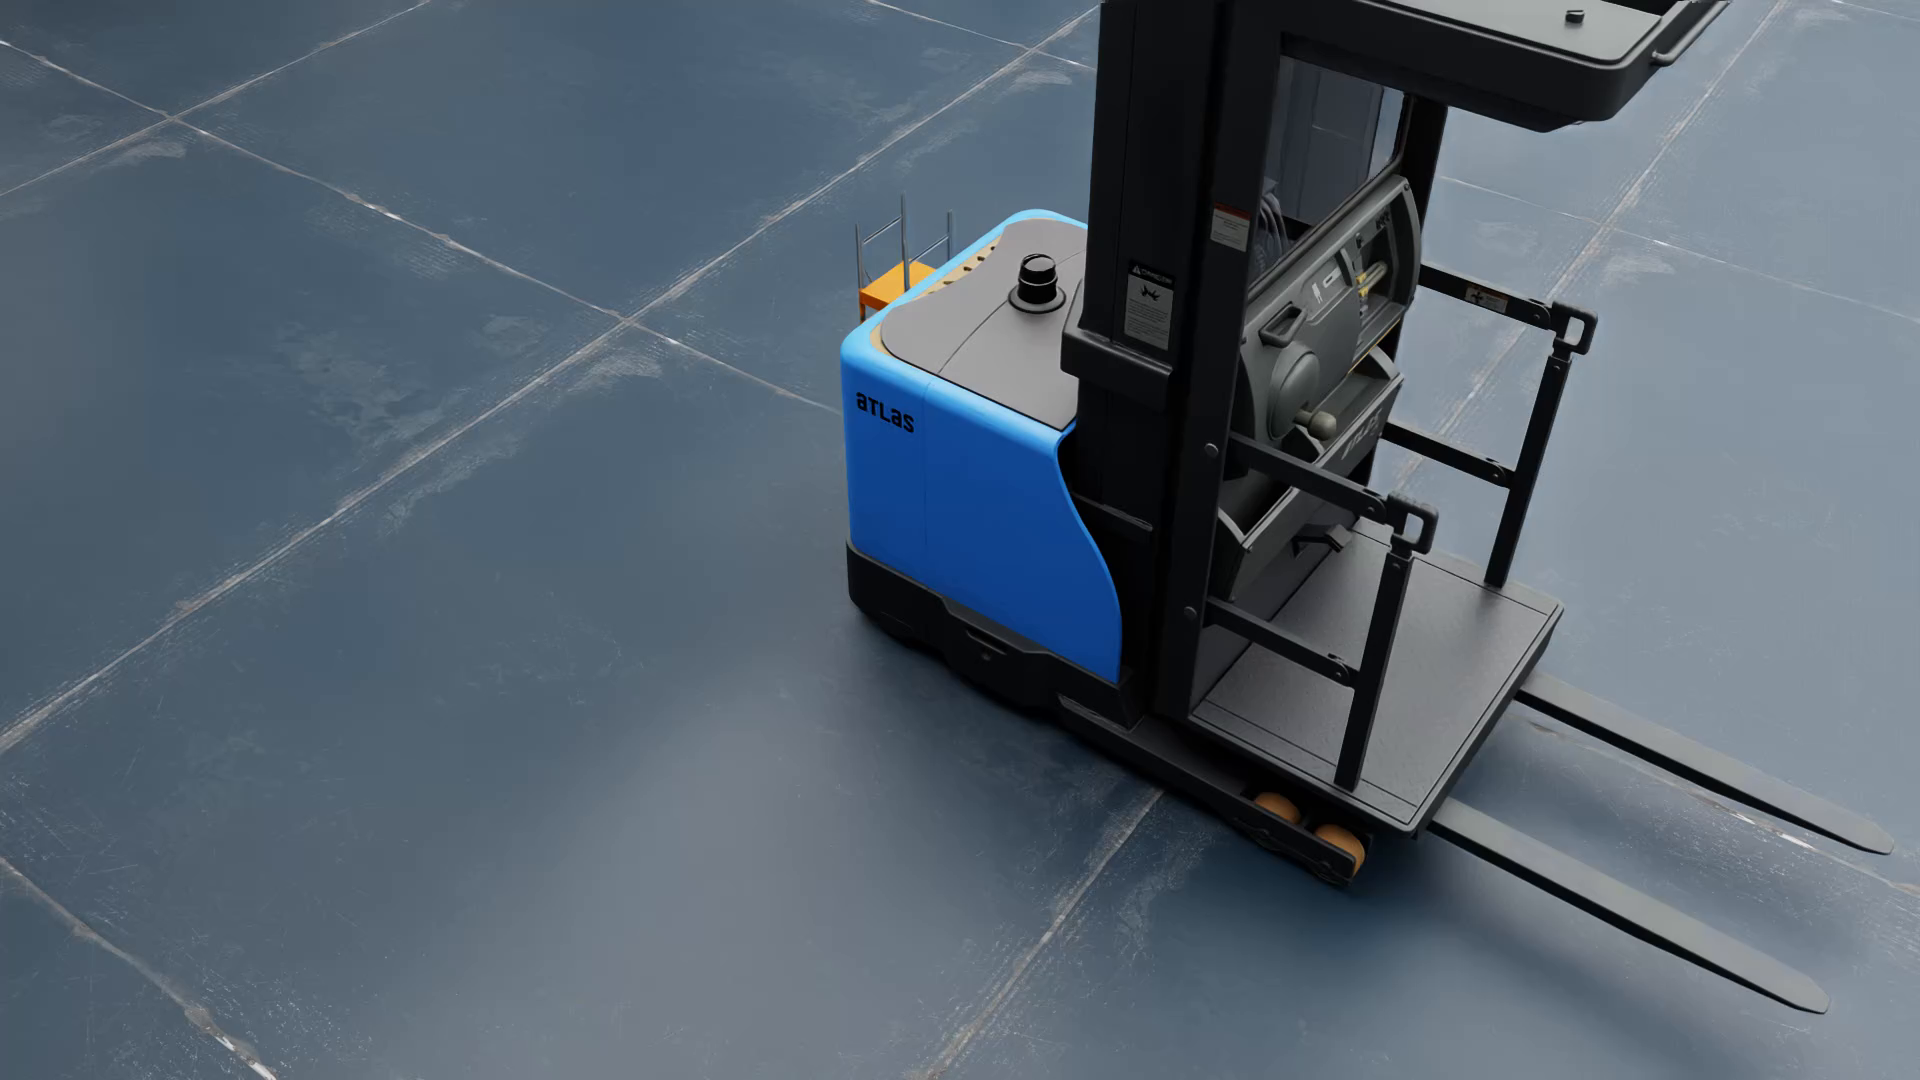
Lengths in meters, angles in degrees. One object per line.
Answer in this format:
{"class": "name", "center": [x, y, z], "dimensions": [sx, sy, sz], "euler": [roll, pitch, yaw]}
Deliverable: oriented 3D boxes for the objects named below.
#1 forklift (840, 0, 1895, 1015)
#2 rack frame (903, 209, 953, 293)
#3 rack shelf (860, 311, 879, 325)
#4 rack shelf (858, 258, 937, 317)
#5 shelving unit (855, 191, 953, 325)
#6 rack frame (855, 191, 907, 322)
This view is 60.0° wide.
{"class": "forklift", "center": [1.120, -0.536, 4.151], "dimensions": [3.031, 2.935, 1.130], "euler": [26, 48, 26]}
{"class": "rack frame", "center": [-0.096, -0.500, 5.408], "dimensions": [0.006, 1.200, 0.240], "euler": [26, 48, 26]}
{"class": "rack shelf", "center": [-0.169, -0.682, 5.319], "dimensions": [0.180, 0.103, 0.258], "euler": [26, 48, 26]}
{"class": "rack shelf", "center": [-0.169, -0.771, 5.239], "dimensions": [0.180, 0.103, 0.258], "euler": [26, 48, 26]}
{"class": "shelving unit", "center": [-0.169, -0.536, 5.449], "dimensions": [0.189, 1.200, 0.258], "euler": [26, 48, 26]}
{"class": "rack frame", "center": [-0.243, -0.572, 5.490], "dimensions": [0.006, 1.200, 0.240], "euler": [26, 48, 26]}
